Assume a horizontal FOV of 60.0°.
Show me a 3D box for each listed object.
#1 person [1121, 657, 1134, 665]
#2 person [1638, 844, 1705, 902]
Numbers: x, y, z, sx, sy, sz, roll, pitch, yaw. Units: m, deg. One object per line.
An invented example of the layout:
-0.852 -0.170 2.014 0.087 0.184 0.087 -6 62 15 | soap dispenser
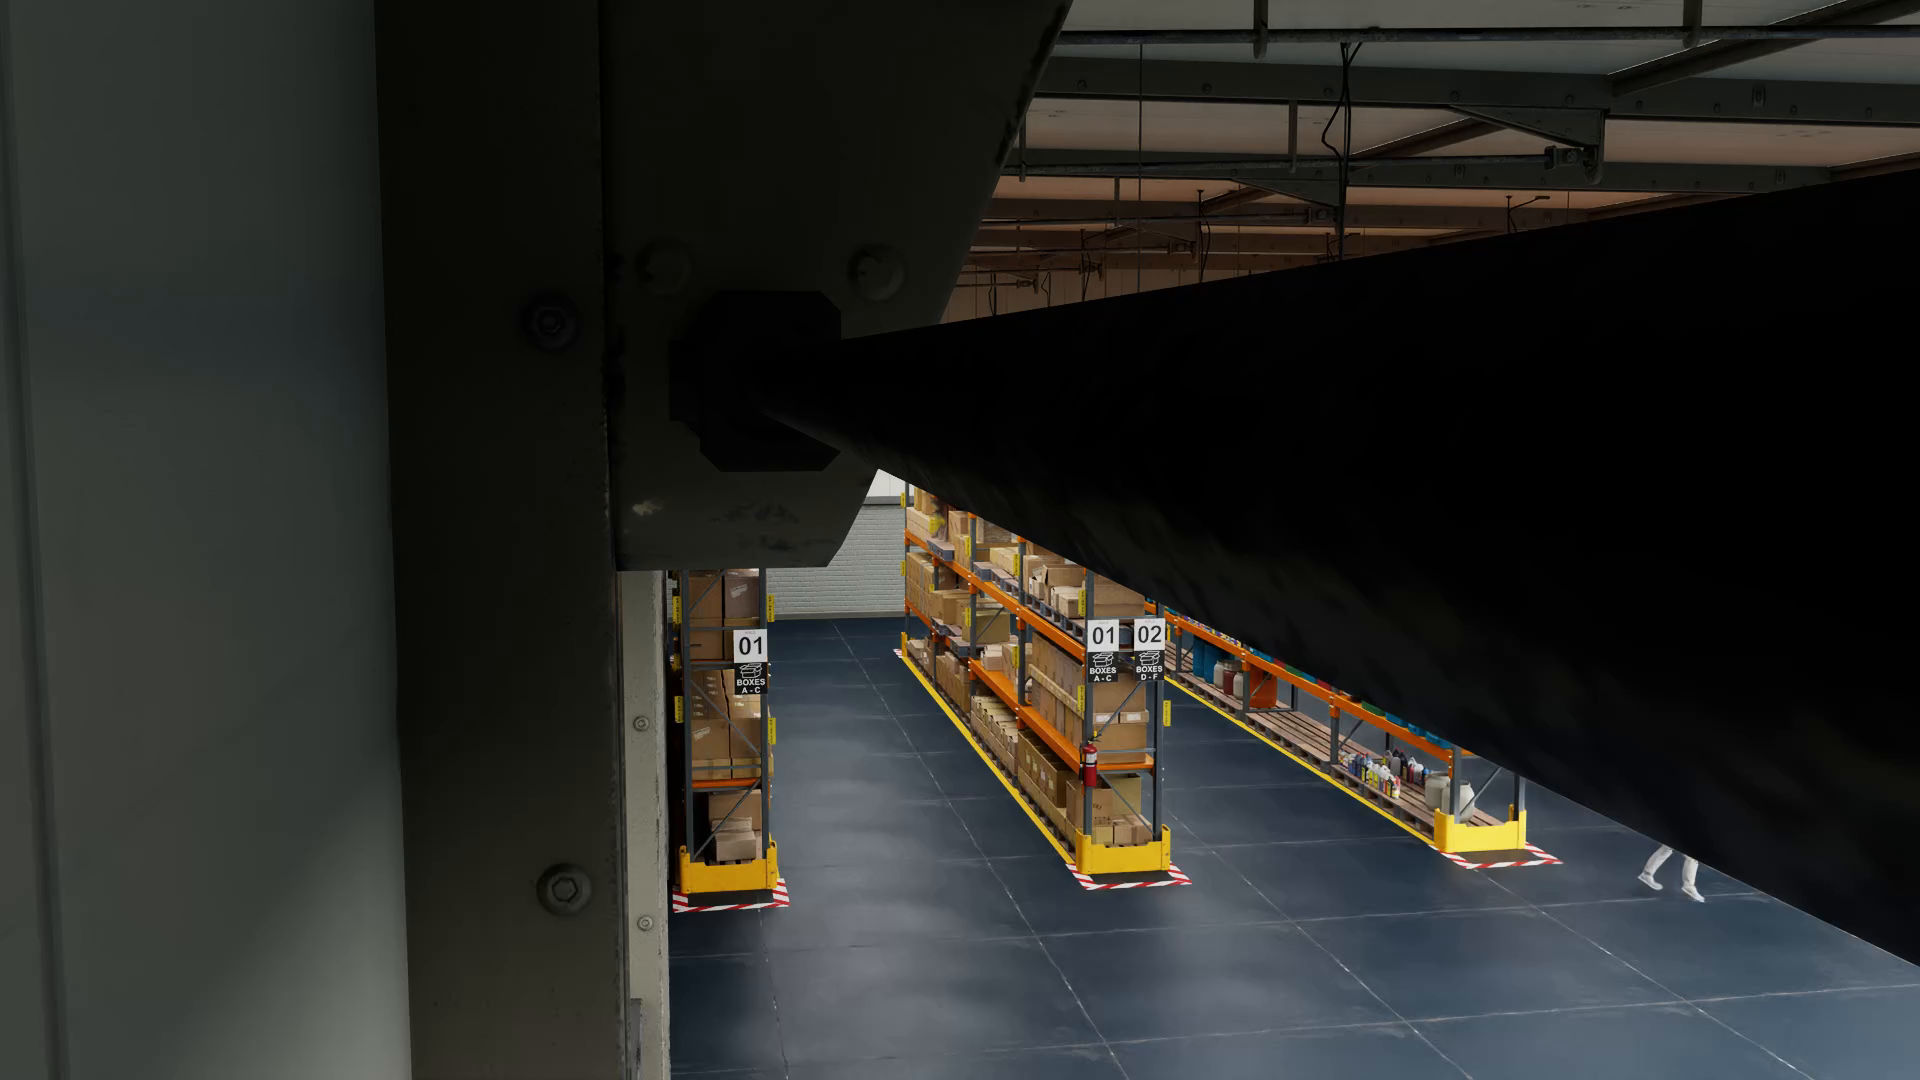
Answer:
3.220 2.231 31.870 0.585 1.679 0.768 -1 6 -14 | person
8.552 3.420 19.890 0.761 1.738 0.582 2 6 20 | person
